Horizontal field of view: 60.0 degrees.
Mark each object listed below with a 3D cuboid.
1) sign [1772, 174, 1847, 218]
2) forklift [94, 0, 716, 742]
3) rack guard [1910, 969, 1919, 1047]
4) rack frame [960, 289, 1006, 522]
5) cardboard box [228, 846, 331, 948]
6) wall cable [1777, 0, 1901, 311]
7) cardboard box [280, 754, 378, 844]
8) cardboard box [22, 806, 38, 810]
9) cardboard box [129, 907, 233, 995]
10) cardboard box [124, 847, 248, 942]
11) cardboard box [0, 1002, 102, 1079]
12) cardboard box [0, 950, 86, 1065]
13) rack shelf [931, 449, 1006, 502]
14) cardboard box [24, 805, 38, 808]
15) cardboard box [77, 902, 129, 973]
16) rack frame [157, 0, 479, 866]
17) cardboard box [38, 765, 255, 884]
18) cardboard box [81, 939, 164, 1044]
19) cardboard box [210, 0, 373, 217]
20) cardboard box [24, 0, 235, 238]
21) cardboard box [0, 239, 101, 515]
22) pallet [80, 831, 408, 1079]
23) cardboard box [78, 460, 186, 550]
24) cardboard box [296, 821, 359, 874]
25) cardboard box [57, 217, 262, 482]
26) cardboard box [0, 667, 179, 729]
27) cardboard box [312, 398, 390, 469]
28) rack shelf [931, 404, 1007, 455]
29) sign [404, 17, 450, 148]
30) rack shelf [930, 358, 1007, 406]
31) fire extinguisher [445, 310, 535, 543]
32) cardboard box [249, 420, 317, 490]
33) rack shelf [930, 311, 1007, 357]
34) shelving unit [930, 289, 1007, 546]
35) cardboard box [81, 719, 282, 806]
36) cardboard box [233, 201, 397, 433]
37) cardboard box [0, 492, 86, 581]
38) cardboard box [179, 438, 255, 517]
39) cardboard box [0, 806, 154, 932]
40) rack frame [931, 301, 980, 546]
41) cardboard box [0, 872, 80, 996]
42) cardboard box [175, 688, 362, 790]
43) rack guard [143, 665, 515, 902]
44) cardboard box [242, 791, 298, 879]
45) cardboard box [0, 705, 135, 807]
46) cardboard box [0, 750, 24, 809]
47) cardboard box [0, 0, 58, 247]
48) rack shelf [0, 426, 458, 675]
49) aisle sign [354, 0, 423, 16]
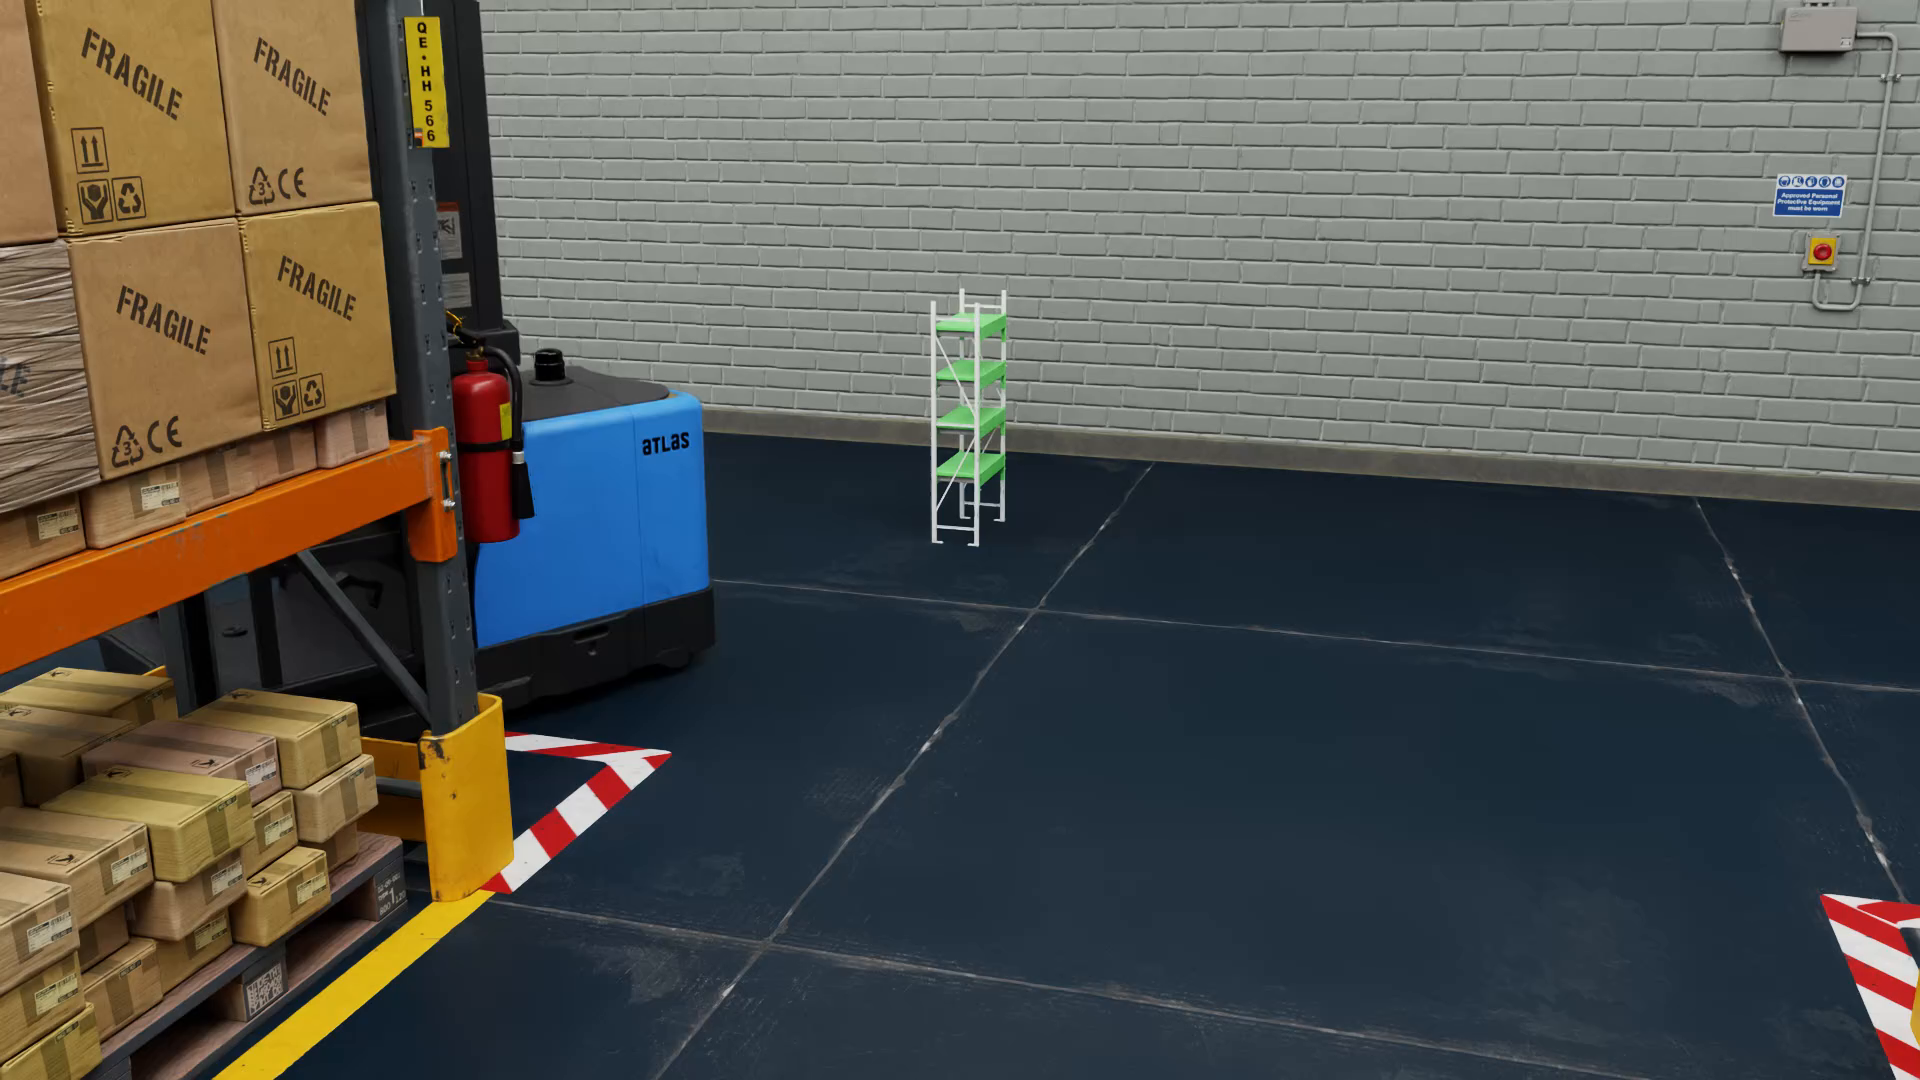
[{"bbox_3d":[4.421,-1.792,8.654,0.327,0.218,0.001,5,16,16],"label":"sign"},{"bbox_3d":[-2.374,-0.741,5.570,3.031,2.935,1.130,-15,22,-43],"label":"forklift"},{"bbox_3d":[2.876,1.031,3.777,1.175,0.500,0.348,5,16,16],"label":"rack guard"},{"bbox_3d":[0.116,-0.684,8.543,0.240,1.200,0.015,5,16,16],"label":"rack frame"},{"bbox_3d":[-1.831,0.876,4.198,0.380,0.149,0.250,5,17,18],"label":"cardboard box"},{"bbox_3d":[4.450,-2.146,8.478,0.585,1.953,0.123,5,16,16],"label":"wall cable"},{"bbox_3d":[-1.781,0.664,4.400,0.380,0.149,0.250,4,16,14],"label":"cardboard box"},{"bbox_3d":[-2.417,0.759,4.065,0.380,0.149,0.250,5,17,17],"label":"cardboard box"},{"bbox_3d":[-1.988,0.939,3.978,0.380,0.149,0.250,5,16,16],"label":"cardboard box"},{"bbox_3d":[-1.927,0.800,3.920,0.380,0.149,0.250,4,16,14],"label":"cardboard box"},{"bbox_3d":[-2.058,1.076,3.494,0.380,0.149,0.250,4,16,13],"label":"cardboard box"},{"bbox_3d":[-2.062,0.937,3.439,0.380,0.149,0.250,5,17,17],"label":"cardboard box"},{"bbox_3d":[0.047,-0.328,8.401,0.258,0.148,0.480,5,16,16],"label":"rack shelf"},{"bbox_3d":[-2.432,0.688,4.315,0.380,0.149,0.250,5,16,16],"label":"cardboard box"},{"bbox_3d":[-2.102,0.863,3.701,0.380,0.149,0.250,4,16,15],"label":"cardboard box"},{"bbox_3d":[-1.905,-0.522,4.674,1.000,3.000,0.127,5,16,16],"label":"rack frame"},{"bbox_3d":[-1.891,0.658,3.877,0.380,0.149,0.250,4,16,15],"label":"cardboard box"},{"bbox_3d":[-2.046,1.004,3.747,0.380,0.149,0.250,5,17,16],"label":"cardboard box"},{"bbox_3d":[-1.797,-1.056,3.993,0.500,0.500,0.500,4,16,15],"label":"cardboard box"},{"bbox_3d":[-1.941,-0.923,3.526,0.500,0.500,0.500,4,16,14],"label":"cardboard box"},{"bbox_3d":[-2.072,-0.308,3.191,0.500,0.500,0.500,5,16,16],"label":"cardboard box"},{"bbox_3d":[-2.191,1.049,4.245,1.003,0.211,1.213,5,16,16],"label":"pallet"},{"bbox_3d":[-1.940,-0.097,3.634,0.380,0.149,0.250,5,17,17],"label":"cardboard box"},{"bbox_3d":[-1.855,0.801,4.463,0.380,0.149,0.250,5,17,17],"label":"cardboard box"},{"bbox_3d":[-1.937,-0.442,3.661,0.500,0.500,0.500,4,16,15],"label":"cardboard box"},{"bbox_3d":[-2.380,0.472,4.534,0.380,0.149,0.250,4,16,13],"label":"cardboard box"},{"bbox_3d":[-1.727,-0.294,4.330,0.380,0.149,0.250,5,16,16],"label":"cardboard box"},{"bbox_3d":[0.047,-0.559,8.336,0.258,0.148,0.480,5,16,16],"label":"rack shelf"},{"bbox_3d":[-1.379,-1.183,4.303,0.100,0.325,0.005,5,16,16],"label":"sign"},{"bbox_3d":[0.047,-0.790,8.270,0.258,0.148,0.480,5,16,16],"label":"rack shelf"},{"bbox_3d":[-1.391,-0.336,4.841,0.296,0.674,0.183,5,16,16],"label":"fire extinguisher"},{"bbox_3d":[-1.833,-0.232,4.111,0.380,0.149,0.250,5,16,16],"label":"cardboard box"},{"bbox_3d":[0.047,-1.021,8.205,0.258,0.148,0.480,5,16,16],"label":"rack shelf"},{"bbox_3d":[0.047,-0.621,8.318,0.258,1.200,0.503,5,16,16],"label":"shelving unit"},{"bbox_3d":[-1.939,0.580,4.151,0.380,0.149,0.250,5,17,17],"label":"cardboard box"},{"bbox_3d":[-1.786,-0.576,4.135,0.500,0.500,0.500,5,17,17],"label":"cardboard box"},{"bbox_3d":[-2.043,-0.030,3.399,0.380,0.149,0.250,4,16,13],"label":"cardboard box"},{"bbox_3d":[-1.890,-0.165,3.876,0.380,0.149,0.250,4,16,15],"label":"cardboard box"},{"bbox_3d":[-2.025,0.721,3.656,0.380,0.149,0.250,4,16,14],"label":"cardboard box"},{"bbox_3d":[-0.022,-0.557,8.093,0.240,1.200,0.015,5,16,16],"label":"rack frame"},{"bbox_3d":[-2.048,0.795,3.393,0.380,0.149,0.250,5,17,18],"label":"cardboard box"},{"bbox_3d":[-1.813,0.519,4.367,0.380,0.149,0.250,5,17,17],"label":"cardboard box"},{"bbox_3d":[-1.927,0.700,4.945,1.175,0.500,0.348,5,16,16],"label":"rack guard"},{"bbox_3d":[-1.907,0.728,4.174,0.380,0.149,0.250,4,16,15],"label":"cardboard box"},{"bbox_3d":[-2.343,0.553,4.247,0.380,0.149,0.250,5,17,17],"label":"cardboard box"},{"bbox_3d":[-2.537,0.609,4.050,0.380,0.149,0.250,5,16,16],"label":"cardboard box"},{"bbox_3d":[-2.080,-0.786,3.044,0.500,0.500,0.500,6,17,19],"label":"cardboard box"},{"bbox_3d":[-2.473,0.347,2.927,1.077,0.370,4.000,5,16,16],"label":"rack shelf"},{"bbox_3d":[-1.597,-1.769,4.304,0.394,0.787,0.004,5,16,16],"label":"aisle sign"}]
